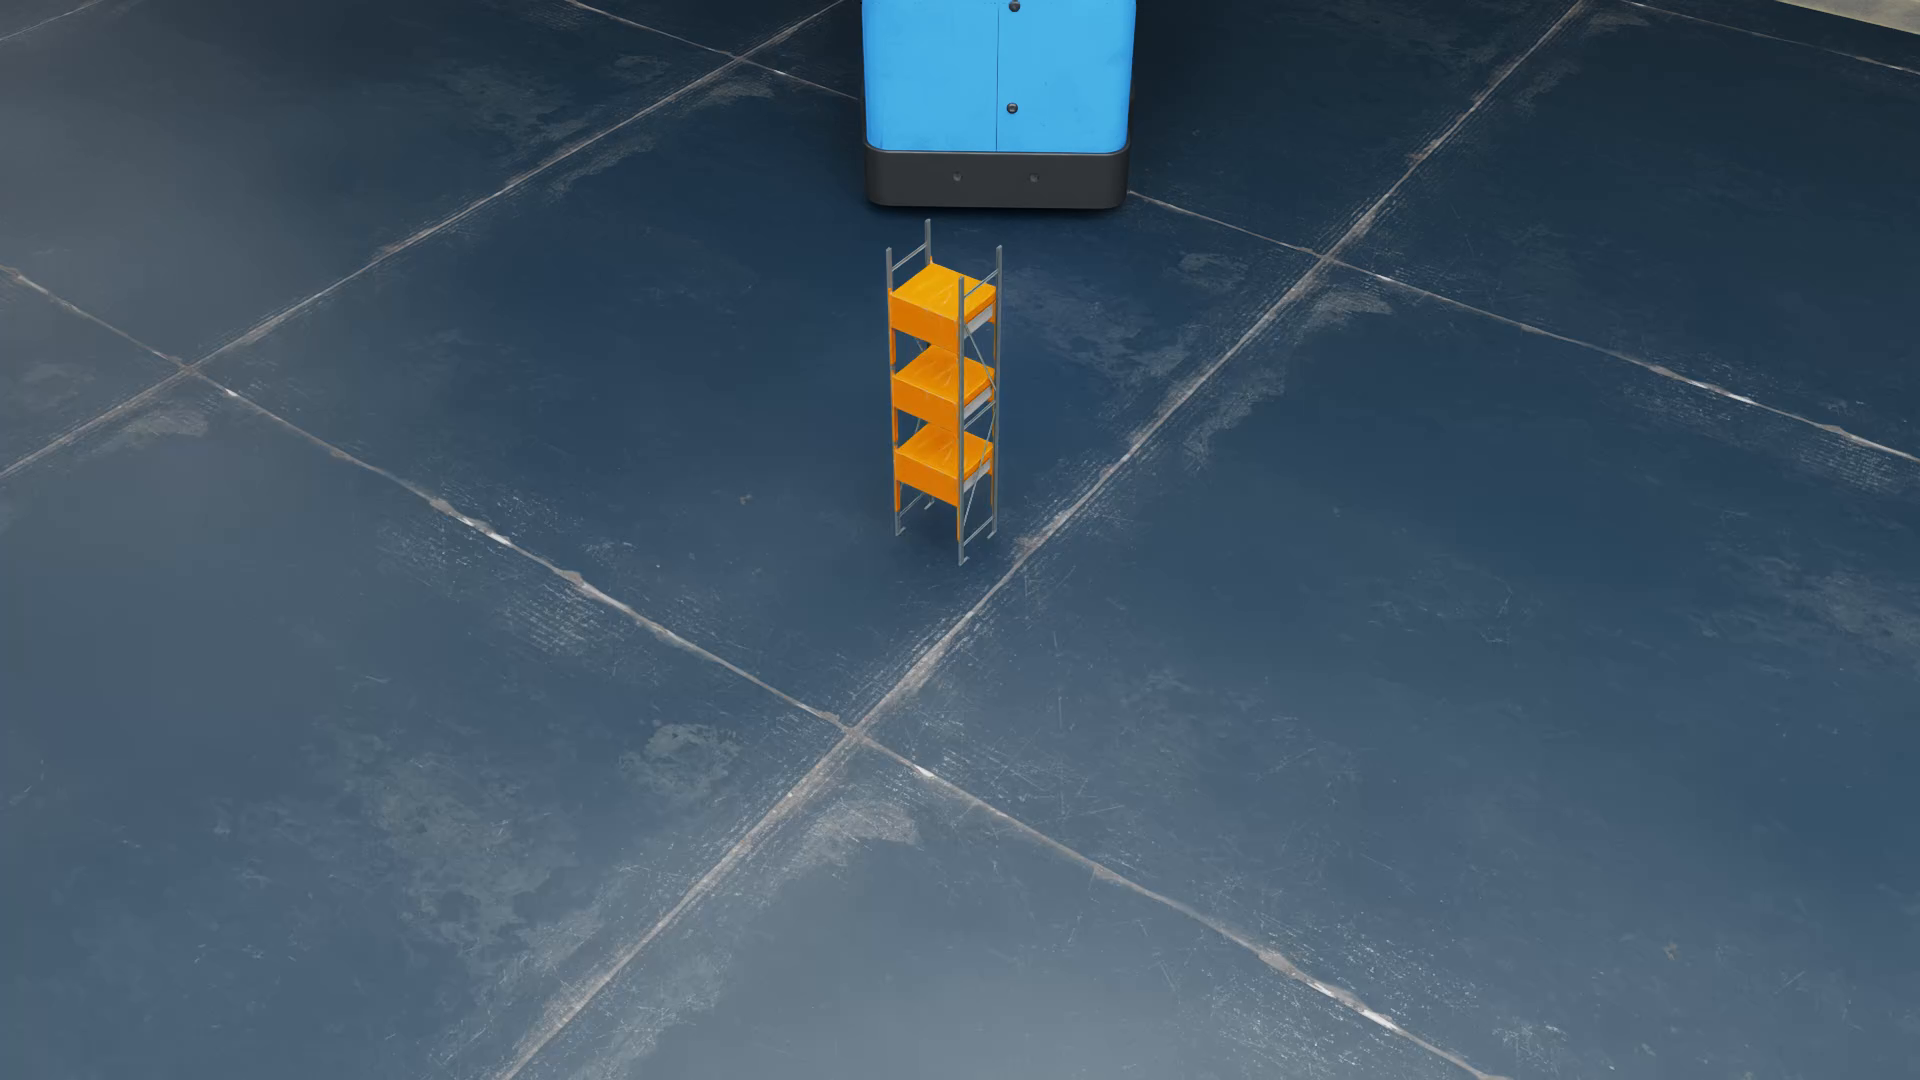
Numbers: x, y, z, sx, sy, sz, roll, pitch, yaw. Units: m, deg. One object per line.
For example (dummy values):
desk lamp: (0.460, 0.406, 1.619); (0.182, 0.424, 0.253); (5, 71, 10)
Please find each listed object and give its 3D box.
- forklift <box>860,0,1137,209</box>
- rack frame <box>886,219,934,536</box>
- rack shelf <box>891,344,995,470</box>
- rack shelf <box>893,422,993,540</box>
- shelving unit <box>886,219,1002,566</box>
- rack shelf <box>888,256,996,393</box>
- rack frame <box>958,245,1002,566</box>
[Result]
forklift: (0.183, -3.371, 6.819); (1.130, 2.935, 3.031); (1, 42, 1)
rack frame: (-0.144, -0.458, 4.975); (0.008, 1.050, 0.200); (25, 48, 25)
rack shelf: (-0.044, -0.404, 4.930); (0.240, 0.259, 0.215); (25, 48, 25)
rack shelf: (-0.044, -0.197, 5.115); (0.240, 0.259, 0.215); (25, 48, 25)
shelving unit: (-0.044, -0.412, 4.923); (0.252, 1.050, 0.215); (25, 48, 25)
rack shelf: (-0.044, -0.615, 4.741); (0.240, 0.259, 0.215); (25, 48, 25)
rack frame: (0.056, -0.365, 4.871); (0.008, 1.050, 0.200); (25, 48, 25)
